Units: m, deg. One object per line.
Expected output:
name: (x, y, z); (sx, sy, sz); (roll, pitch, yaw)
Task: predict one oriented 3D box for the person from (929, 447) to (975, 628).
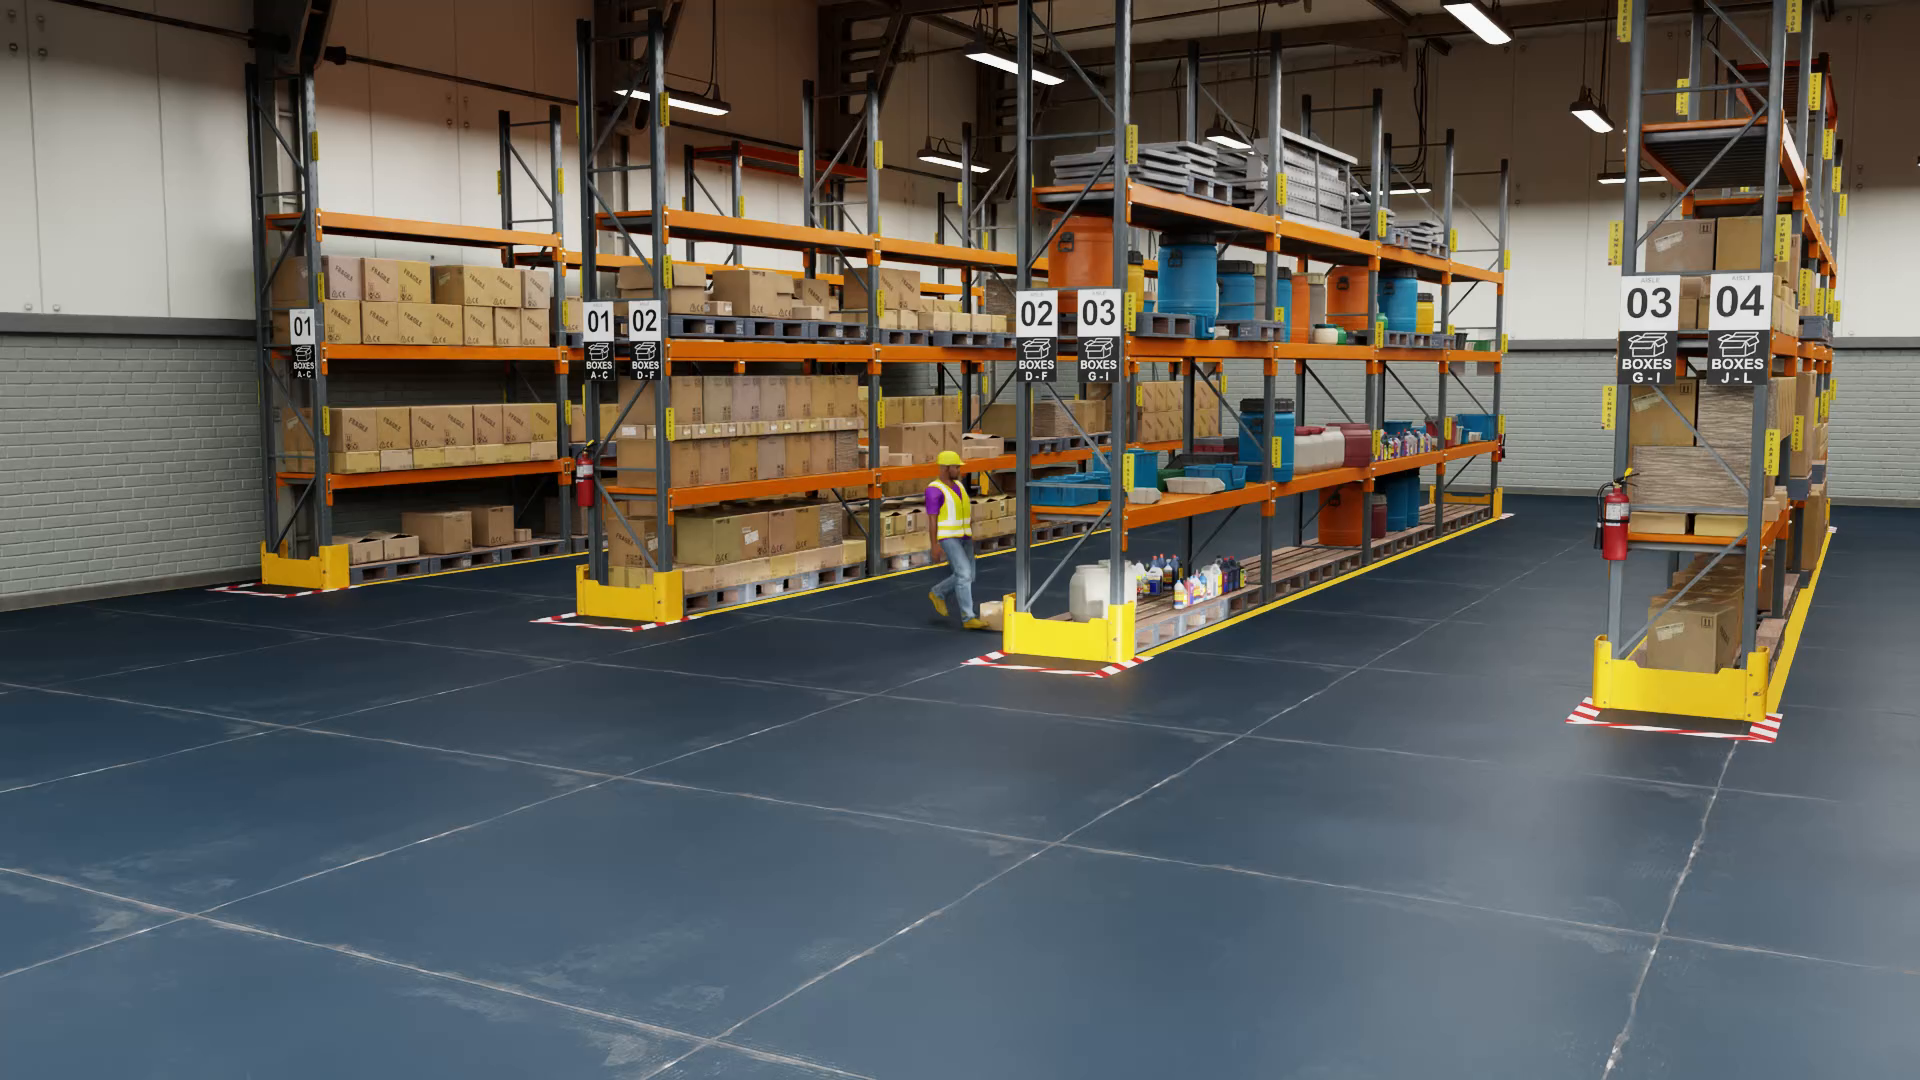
person: (-0.036, 0.004, 16.373); (0.419, 1.838, 0.568); (3, 7, 30)
